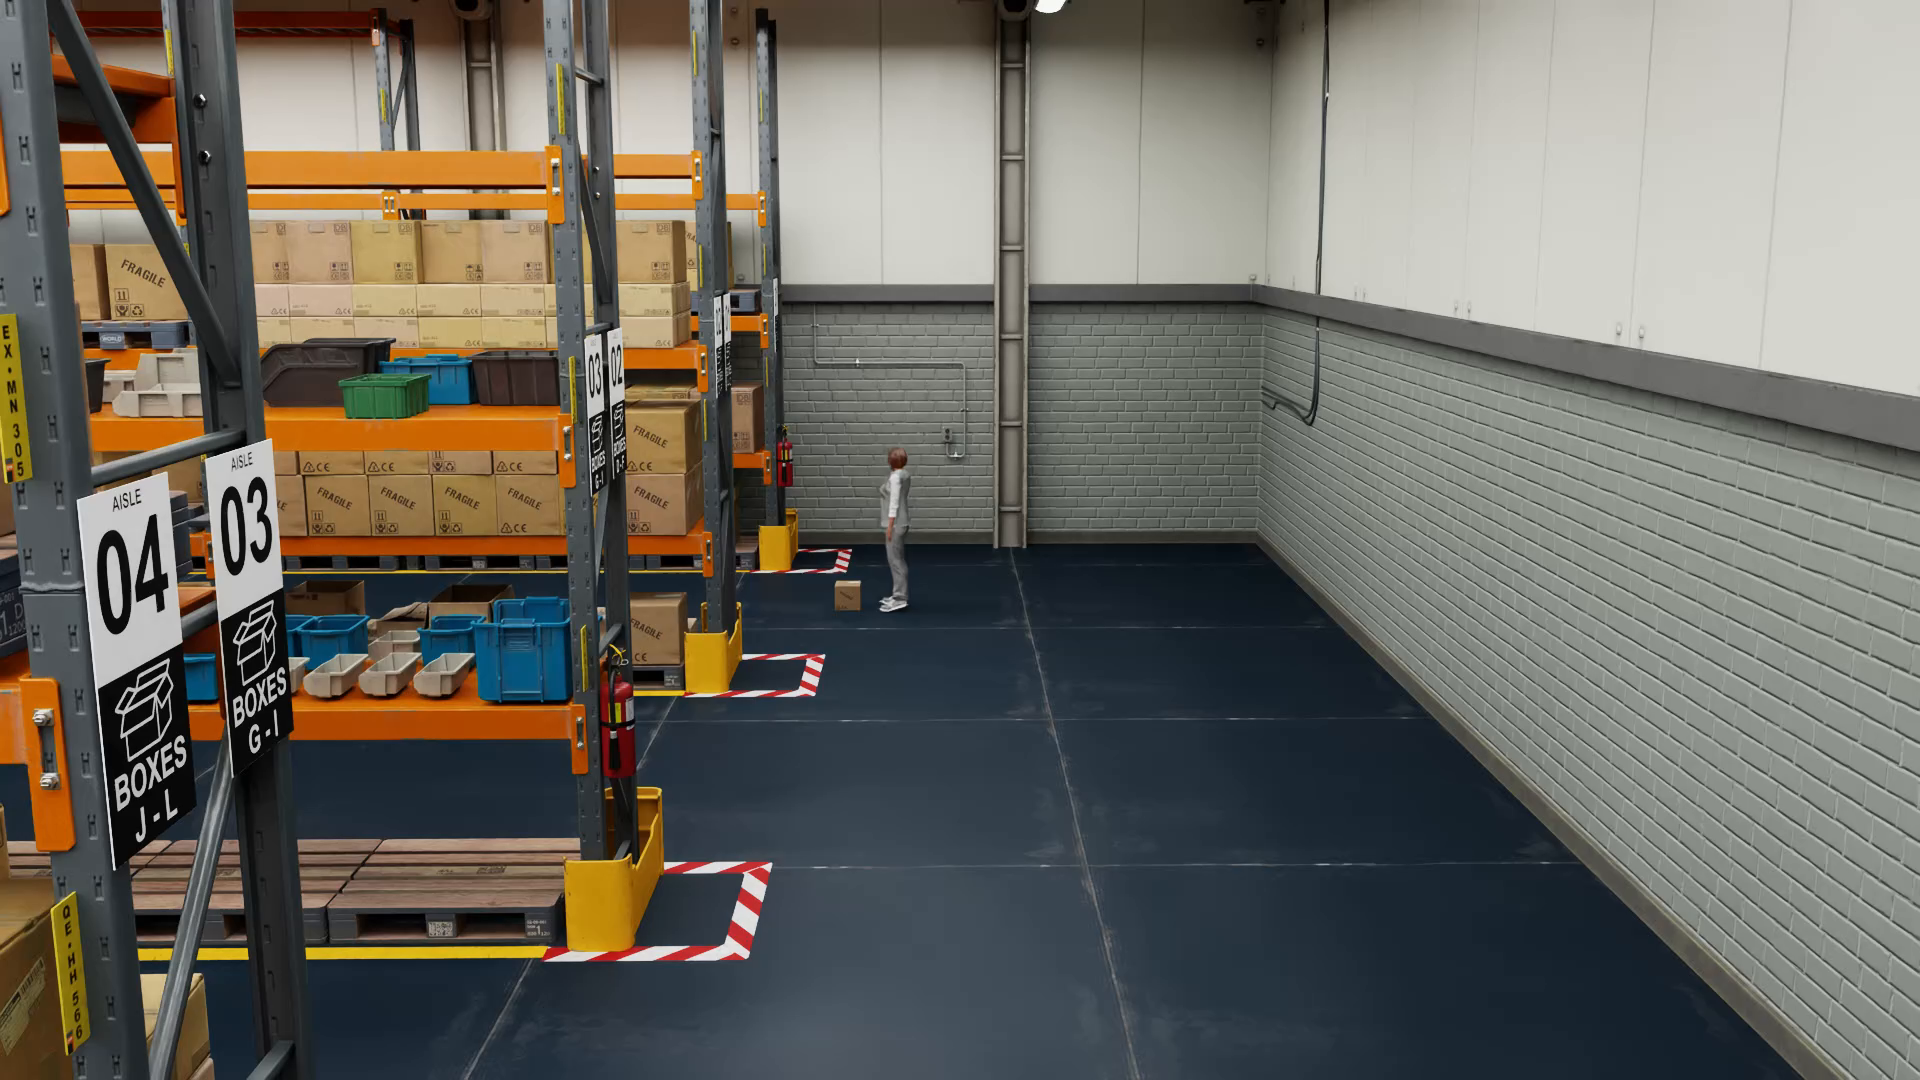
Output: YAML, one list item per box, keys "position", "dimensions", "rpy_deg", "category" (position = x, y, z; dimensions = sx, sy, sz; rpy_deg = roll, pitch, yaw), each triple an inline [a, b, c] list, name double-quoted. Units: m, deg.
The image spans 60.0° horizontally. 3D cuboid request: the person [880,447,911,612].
- position: [-0.646, -0.119, 16.510]
  dimensions: [0.315, 1.602, 0.518]
  rpy_deg: [2, 11, 9]
  category: "person"
